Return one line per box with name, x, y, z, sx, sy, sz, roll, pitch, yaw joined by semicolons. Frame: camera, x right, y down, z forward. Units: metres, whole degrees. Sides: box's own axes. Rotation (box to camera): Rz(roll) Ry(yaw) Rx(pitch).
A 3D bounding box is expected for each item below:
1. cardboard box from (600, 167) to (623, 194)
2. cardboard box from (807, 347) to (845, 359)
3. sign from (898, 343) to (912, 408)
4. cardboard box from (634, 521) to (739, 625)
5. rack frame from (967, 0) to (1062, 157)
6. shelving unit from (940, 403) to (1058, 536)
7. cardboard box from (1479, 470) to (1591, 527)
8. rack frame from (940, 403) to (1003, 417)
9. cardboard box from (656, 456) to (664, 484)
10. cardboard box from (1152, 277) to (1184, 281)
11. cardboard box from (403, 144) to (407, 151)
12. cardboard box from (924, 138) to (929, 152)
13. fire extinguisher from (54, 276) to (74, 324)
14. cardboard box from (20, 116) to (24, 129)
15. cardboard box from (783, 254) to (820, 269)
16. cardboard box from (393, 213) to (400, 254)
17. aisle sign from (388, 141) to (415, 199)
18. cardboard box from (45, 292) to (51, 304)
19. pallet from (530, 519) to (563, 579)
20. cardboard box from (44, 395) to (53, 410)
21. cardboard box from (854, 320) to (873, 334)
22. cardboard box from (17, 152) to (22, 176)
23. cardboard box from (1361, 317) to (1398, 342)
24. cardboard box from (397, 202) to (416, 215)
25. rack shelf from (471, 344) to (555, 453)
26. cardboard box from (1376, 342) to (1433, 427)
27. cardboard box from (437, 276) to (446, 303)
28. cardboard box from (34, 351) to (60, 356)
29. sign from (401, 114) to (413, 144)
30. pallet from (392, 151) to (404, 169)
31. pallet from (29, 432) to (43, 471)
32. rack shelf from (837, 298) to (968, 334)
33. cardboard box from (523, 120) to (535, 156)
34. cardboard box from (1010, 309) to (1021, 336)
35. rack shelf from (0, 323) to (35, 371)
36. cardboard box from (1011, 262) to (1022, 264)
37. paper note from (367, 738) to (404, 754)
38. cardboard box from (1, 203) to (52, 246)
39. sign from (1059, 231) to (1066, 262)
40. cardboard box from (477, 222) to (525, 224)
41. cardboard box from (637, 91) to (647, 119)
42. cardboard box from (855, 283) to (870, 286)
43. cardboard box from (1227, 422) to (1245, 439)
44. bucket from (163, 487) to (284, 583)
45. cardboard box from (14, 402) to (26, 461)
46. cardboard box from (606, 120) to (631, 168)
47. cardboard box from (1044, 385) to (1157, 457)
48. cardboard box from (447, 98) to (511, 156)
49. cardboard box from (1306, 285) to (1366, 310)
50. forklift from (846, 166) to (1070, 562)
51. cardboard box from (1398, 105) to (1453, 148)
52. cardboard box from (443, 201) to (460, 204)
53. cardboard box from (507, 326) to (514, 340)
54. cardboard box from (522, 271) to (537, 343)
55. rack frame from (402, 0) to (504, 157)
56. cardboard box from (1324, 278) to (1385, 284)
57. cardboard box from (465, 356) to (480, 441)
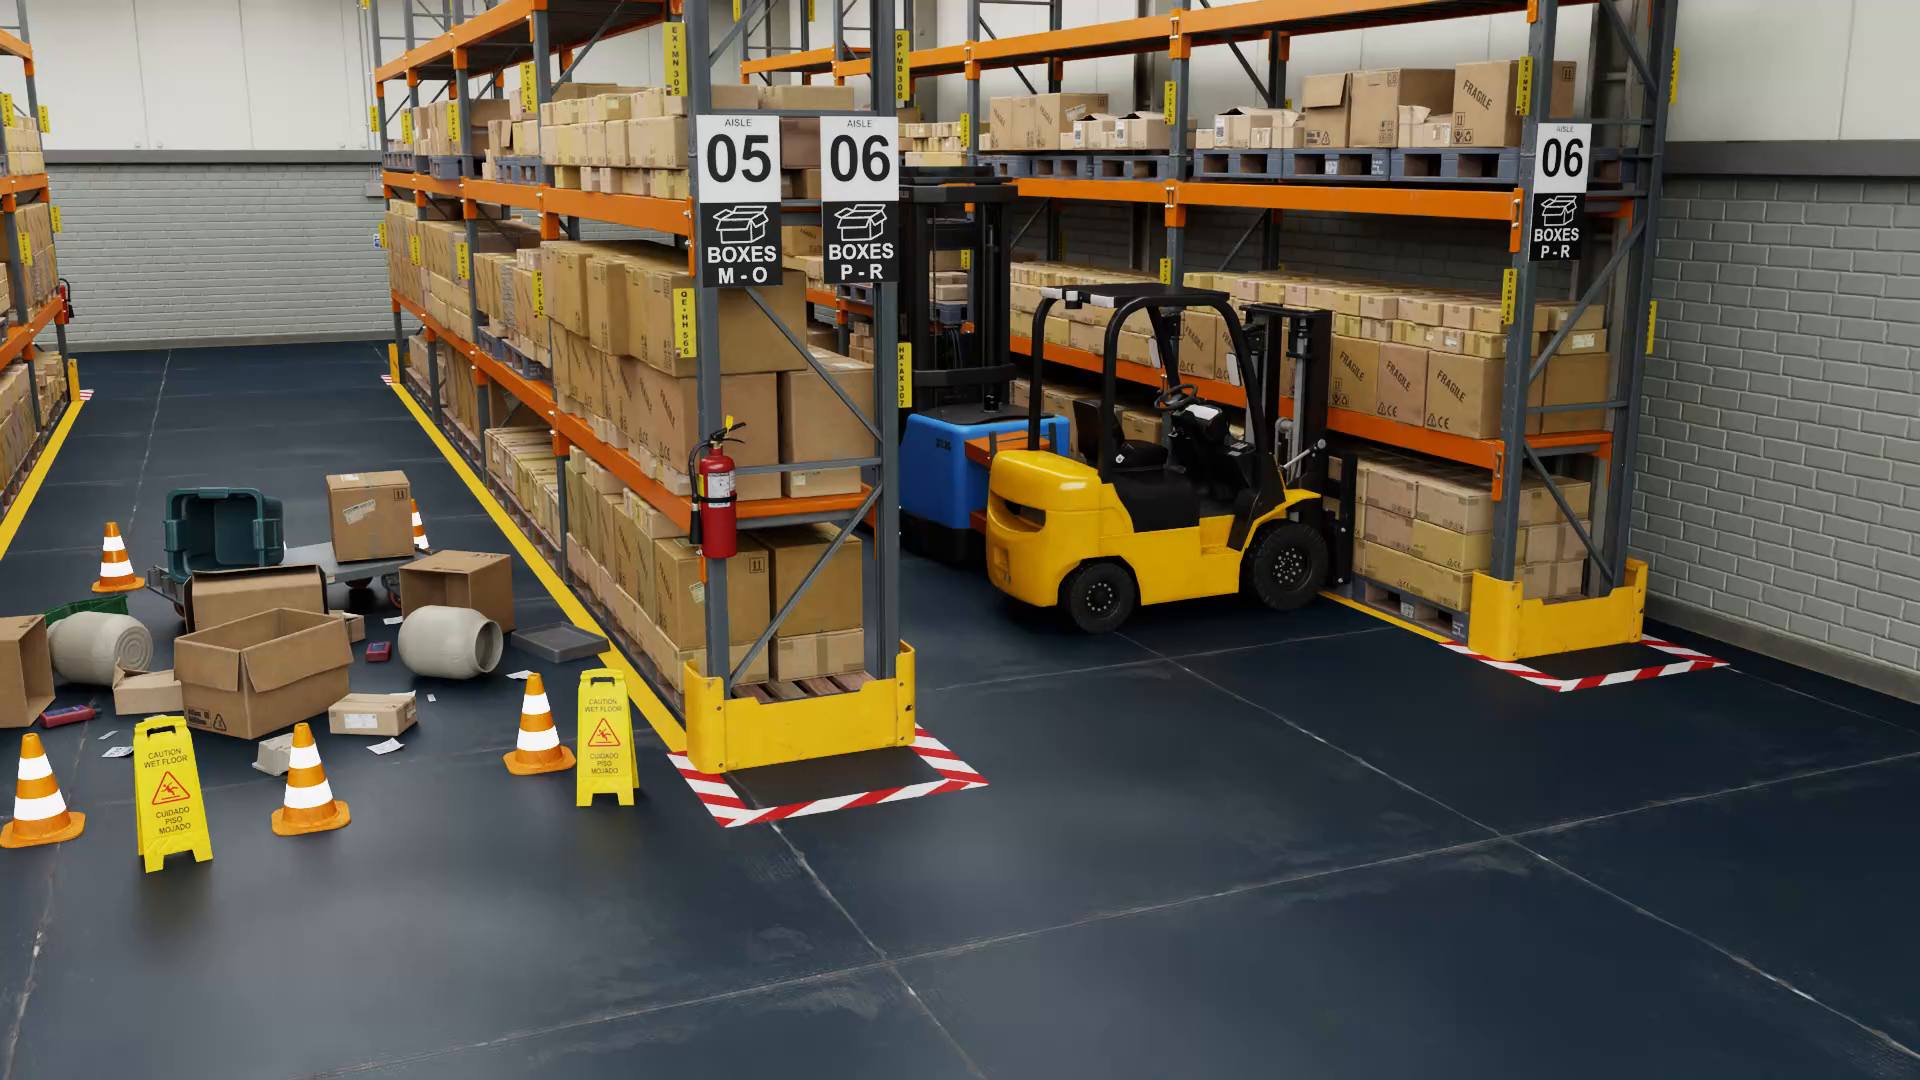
cardboard box;-1.845;-2.059;9.521;0.380;0.149;0.250;-6;14;-24
cardboard box;-0.936;-0.782;9.215;0.500;0.500;0.500;-5;14;-21
sign;-0.293;-0.830;8.382;0.100;0.325;0.005;-6;14;-23
cardboard box;-1.562;0.161;9.524;0.500;0.500;0.500;-5;14;-21
rack frame;0.552;-5.383;16.673;1.000;3.000;0.127;-6;14;-23
shelving unit;0.303;-0.363;12.358;0.538;1.125;1.048;-9;16;-19
cardboard box;3.738;-0.276;10.861;0.500;0.250;0.500;-6;14;-24
rack frame;0.126;-0.473;12.822;0.500;1.125;0.032;-9;16;-19
cardboard box;-1.422;-0.392;8.966;0.380;0.149;0.250;-6;14;-24
cardboard box;1.930;-2.254;14.795;0.380;0.149;0.250;-6;14;-24
cardboard box;-6.252;-4.588;19.292;0.380;0.149;0.250;-5;14;-22
cardboard box;-0.172;-4.310;18.136;0.380;0.149;0.250;-5;14;-22
fire extinguisher;-11.372;-3.071;20.984;0.296;0.674;0.183;-6;14;-23
cardboard box;-10.808;-4.713;18.768;0.380;0.149;0.250;-5;14;-22
cardboard box;-2.085;-3.755;22.615;0.500;0.250;0.500;-6;14;-24
cardboard box;-6.841;-3.864;20.972;0.500;0.500;0.500;-6;14;-23
aisle sign;-7.493;-4.920;22.208;0.394;0.787;0.004;-6;14;-23
cardboard box;-11.001;-2.876;19.703;0.380;0.149;0.250;-5;14;-21
pallet;-2.705;0.013;12.847;1.003;0.211;1.213;-6;14;-23
cardboard box;-10.500;-1.554;18.824;0.380;0.149;0.250;-6;14;-24
cardboard box;-1.095;-2.642;20.647;0.380;0.149;0.250;-6;14;-24
cardboard box;-10.244;-3.980;17.596;0.500;0.250;0.500;-6;14;-24
cardboard box;2.945;-1.431;11.241;0.380;0.149;0.250;-6;14;-25
cardboard box;-6.728;-4.094;20.527;0.380;0.149;0.250;-6;14;-24
rack shelf;-3.193;-1.248;13.705;1.077;0.370;4.000;-6;14;-23
cardboard box;3.120;-1.043;11.000;0.500;0.500;0.500;-5;14;-21
cardboard box;-5.062;-2.576;17.071;0.500;0.250;0.500;-6;14;-25
cardboard box;-11.250;-2.215;20.362;0.380;0.149;0.250;-5;14;-22
sign;-6.105;-4.539;18.356;0.100;0.325;0.005;-6;14;-23
pallet;-6.400;-4.678;20.473;1.003;0.211;1.213;-6;14;-23
pallet;-9.778;-0.851;16.578;1.003;0.211;1.213;-6;14;-23
rack shelf;-0.249;-2.523;19.216;1.077;0.370;4.000;-6;14;-23
cardboard box;-2.957;-2.991;12.388;0.500;0.250;0.500;-5;14;-22
cardboard box;0.703;-2.170;16.424;0.500;0.250;0.500;-6;14;-24
rack shelf;-9.291;-1.606;15.253;1.077;0.370;4.000;-6;14;-23
cardboard box;0.410;-2.733;16.865;0.380;0.149;0.250;-5;14;-21
paper note;-2.992;1.072;8.669;0.148;0.019;0.142;-12;18;-42
cardboard box;-11.283;-3.805;20.059;0.500;0.500;0.500;-6;14;-24
sign;1.059;-3.076;17.438;0.100;0.325;0.005;-6;14;-23
cardboard box;-4.974;-3.198;18.096;0.500;0.500;0.500;-5;14;-22
cardboard box;-1.529;-2.345;8.988;0.380;0.149;0.250;-6;14;-23
cardboard box;-0.854;-3.313;19.880;0.700;0.500;0.500;-5;14;-22
cardboard box;2.256;-0.752;12.914;0.500;0.250;0.500;-6;14;-23
bucket;-4.720;-0.043;10.792;0.726;0.611;0.620;-1;3;-4
cardboard box;-9.158;-1.014;15.712;0.500;0.500;0.500;-6;14;-24
cardboard box;-1.654;-2.184;9.175;0.500;0.250;0.500;-5;14;-21
cardboard box;1.328;-1.105;15.826;0.875;0.625;0.625;-6;14;-25
cardboard box;-4.284;-3.792;15.289;0.797;0.503;0.637;-7;15;-26
cardboard box;2.715;-1.742;11.926;0.380;0.149;0.250;-6;14;-23
forklift;-0.309;-1.551;13.572;1.130;2.935;3.031;-7;15;-29
cardboard box;3.045;-2.653;10.674;0.396;0.266;0.258;-6;14;-23
cardboard box;-6.310;-4.202;20.993;0.380;0.149;0.250;-5;14;-22
cardboard box;-3.625;-1.786;14.061;0.380;0.149;0.250;-5;14;-20
cardboard box;-2.987;-1.760;12.511;0.500;0.500;0.500;-6;14;-23
rack frame;-5.597;-5.761;18.303;1.000;3.000;0.127;-6;14;-23
cardboard box;2.983;-1.895;12.584;0.380;0.149;0.250;-6;14;-24
cardboard box;-4.548;-1.516;17.048;0.875;0.875;0.875;-5;14;-22
